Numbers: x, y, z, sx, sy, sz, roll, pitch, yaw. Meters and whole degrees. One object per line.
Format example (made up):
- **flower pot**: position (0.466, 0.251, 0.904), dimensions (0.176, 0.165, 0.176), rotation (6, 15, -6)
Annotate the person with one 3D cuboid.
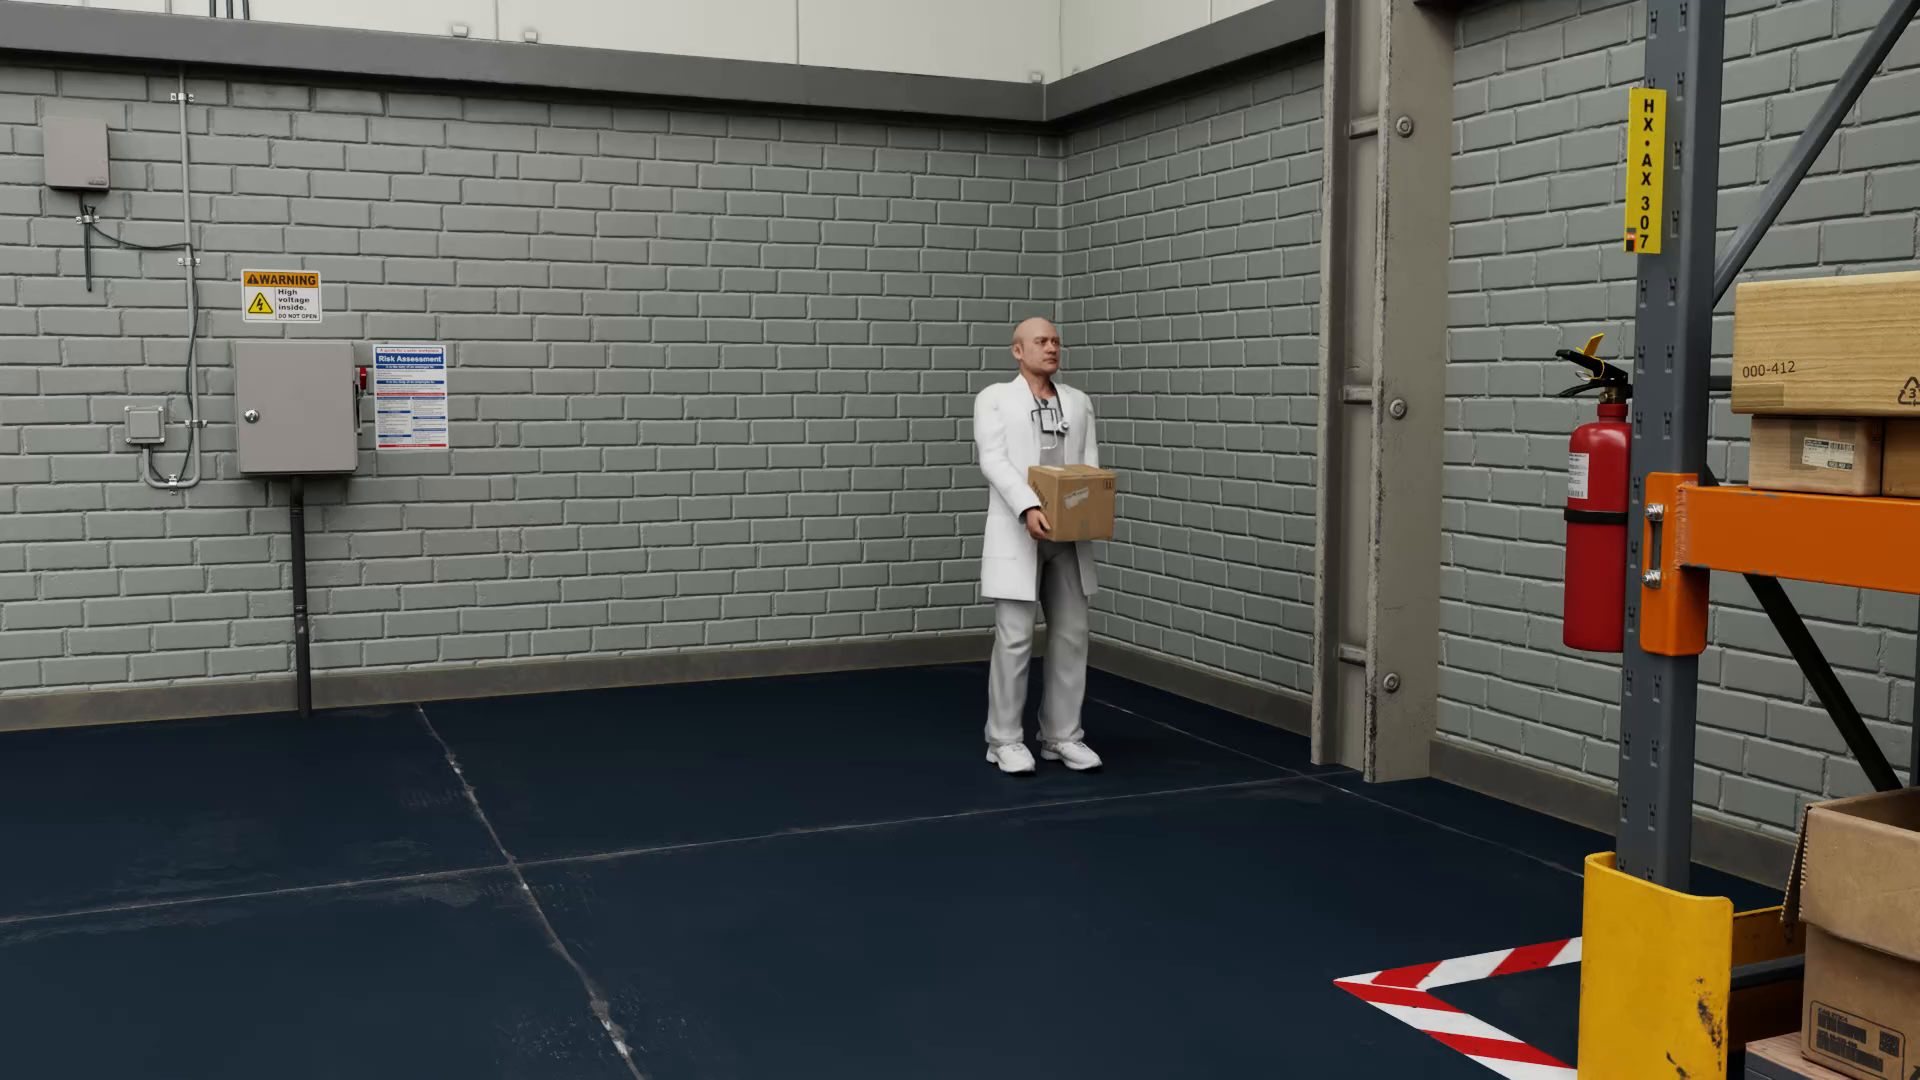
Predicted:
- **person**: position (0.354, 0.017, 6.510), dimensions (0.532, 1.773, 0.554), rotation (-2, 6, -24)
